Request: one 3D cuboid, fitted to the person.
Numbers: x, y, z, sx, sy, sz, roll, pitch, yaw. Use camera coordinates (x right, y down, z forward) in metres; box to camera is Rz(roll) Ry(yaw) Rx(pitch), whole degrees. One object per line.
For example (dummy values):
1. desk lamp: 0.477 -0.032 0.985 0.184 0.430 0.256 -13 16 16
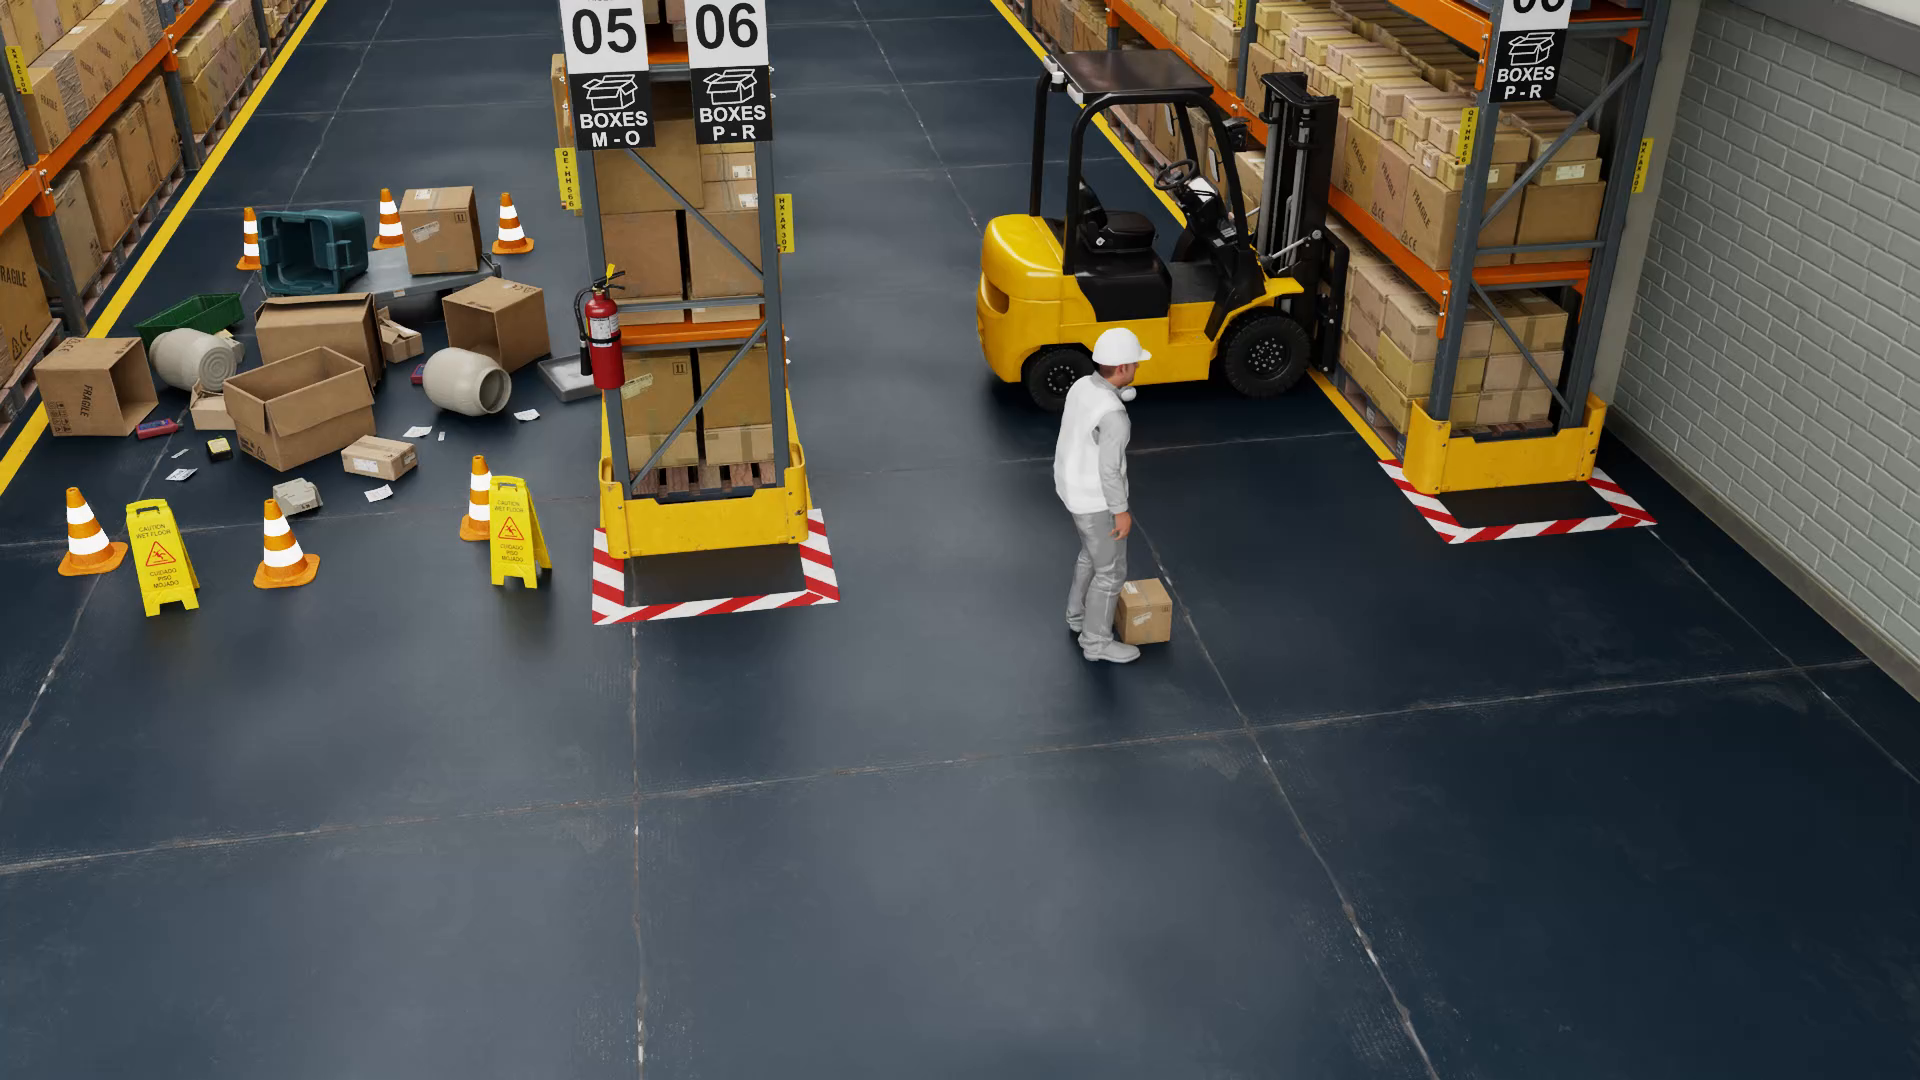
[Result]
1. person: 0.721 -0.243 8.527 0.465 1.768 0.591 -7 31 -12
